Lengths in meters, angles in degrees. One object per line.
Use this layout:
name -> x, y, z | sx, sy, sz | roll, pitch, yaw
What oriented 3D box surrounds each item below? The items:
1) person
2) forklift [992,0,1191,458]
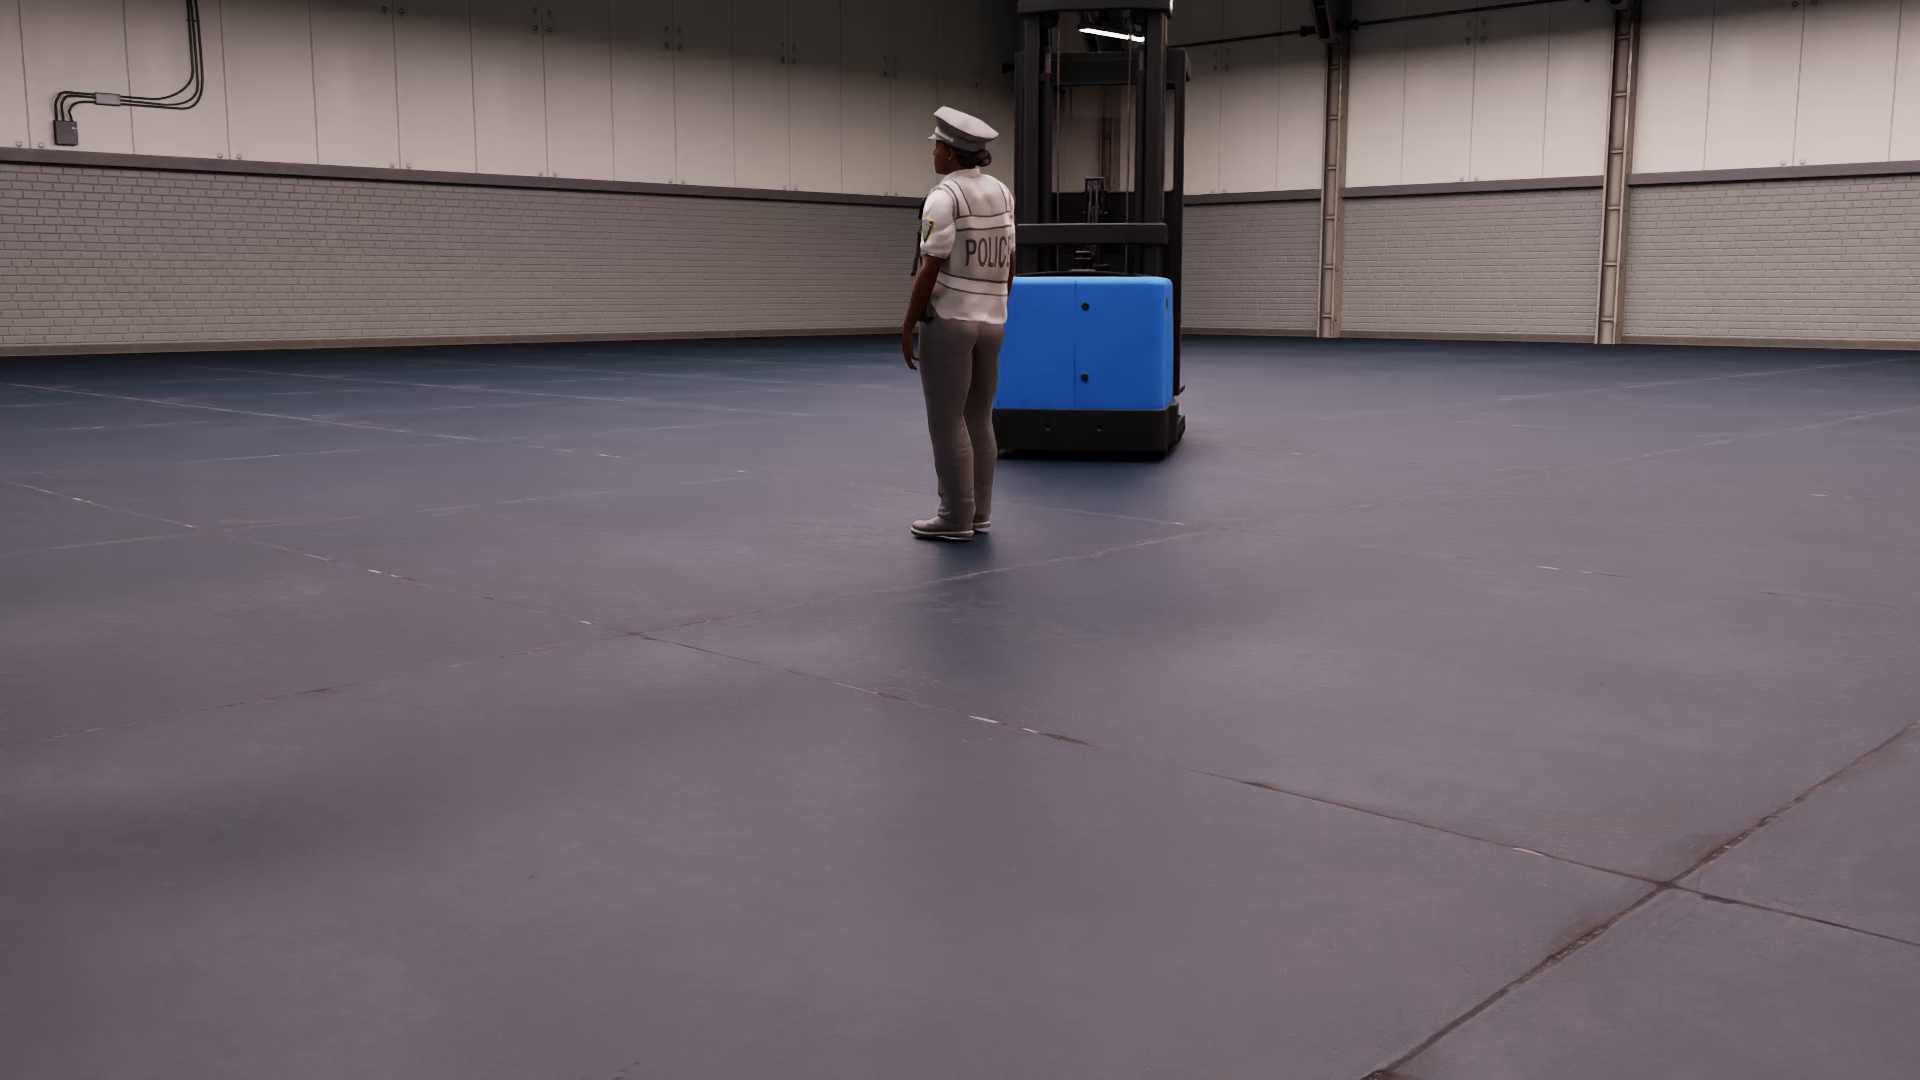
person -> -0.040, -0.855, 6.656 | 0.528, 1.695, 0.569 | 8, 12, 43
forklift -> 0.936, -2.122, 10.968 | 1.130, 2.935, 3.031 | 2, 9, 10
